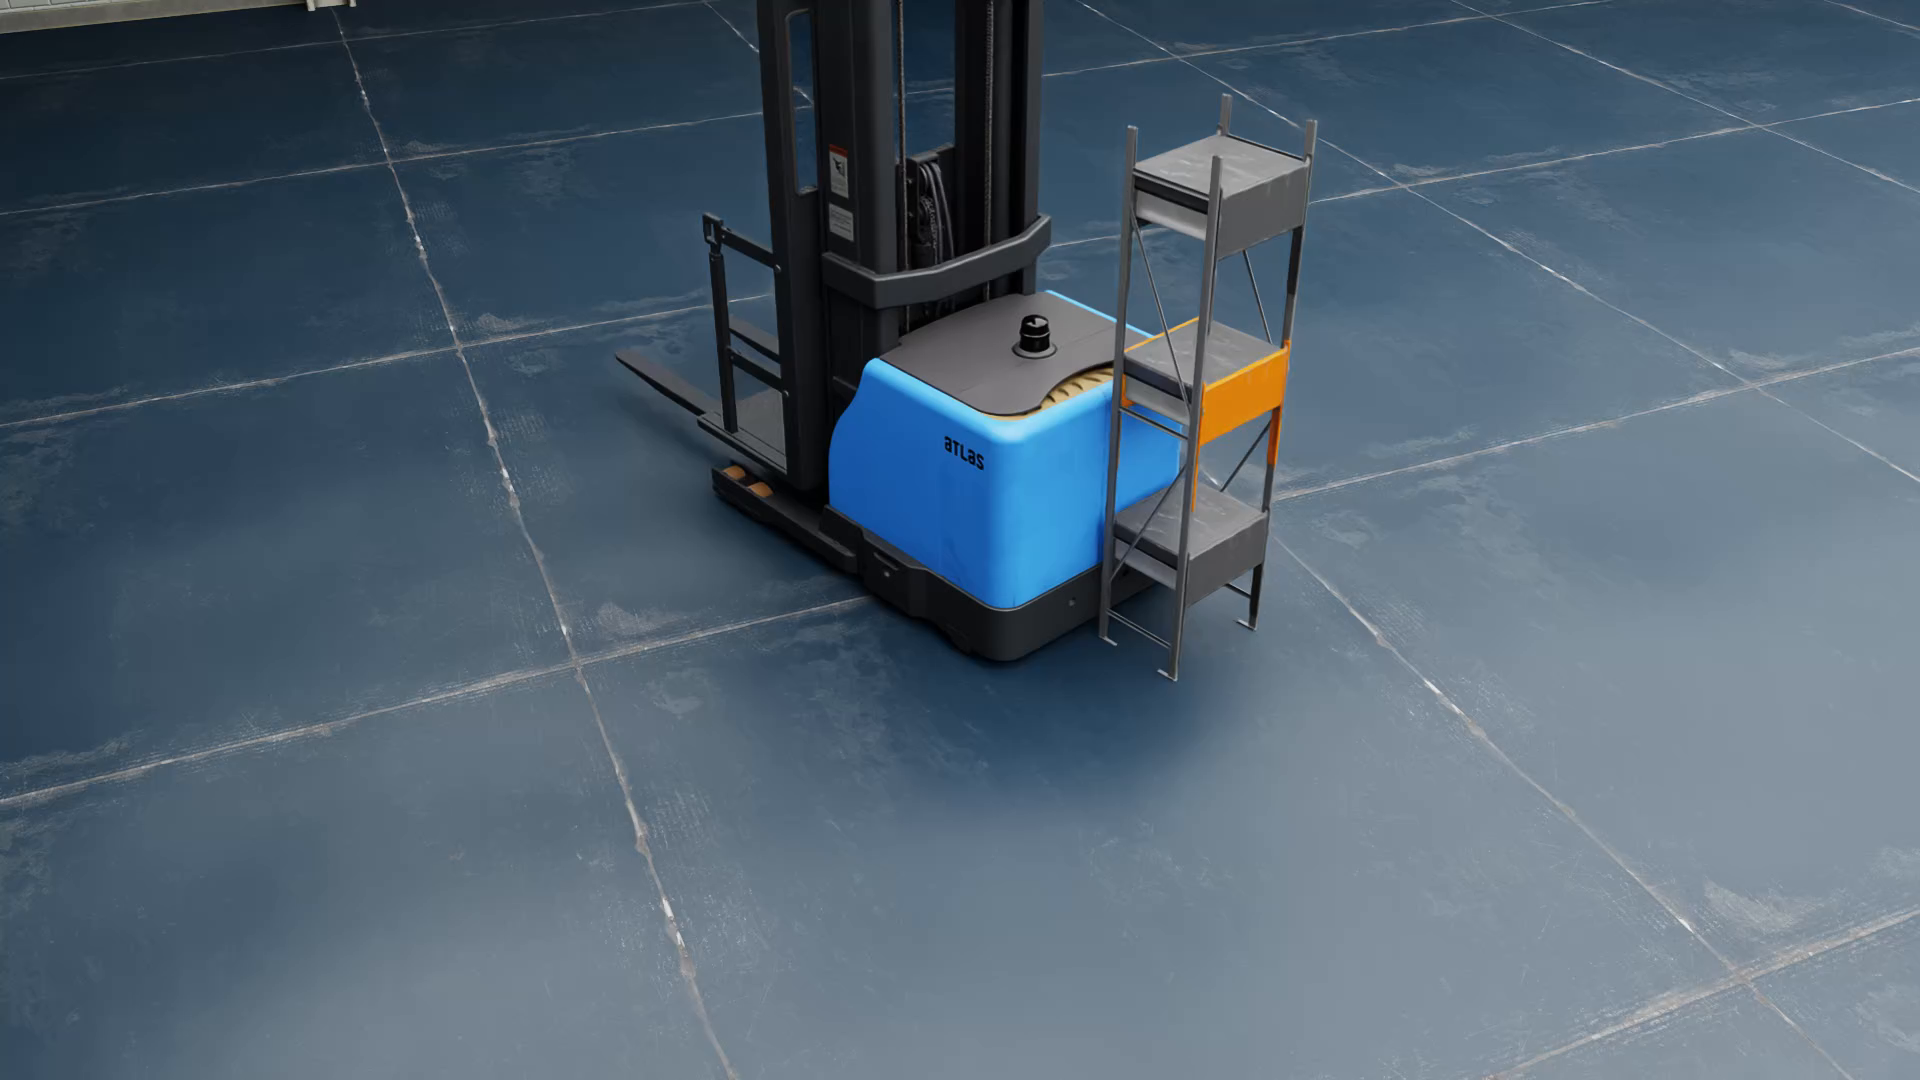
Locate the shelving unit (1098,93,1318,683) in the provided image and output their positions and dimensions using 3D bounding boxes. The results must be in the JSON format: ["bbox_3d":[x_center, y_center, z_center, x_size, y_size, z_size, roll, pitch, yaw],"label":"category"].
[{"bbox_3d":[0.873,-0.502,6.097,0.503,2.100,0.431,-27,42,-35],"label":"shelving unit"}]

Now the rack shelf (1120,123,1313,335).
[{"bbox_3d":[0.873,-1.078,5.723,0.480,0.518,0.431,-27,42,-35],"label":"rack shelf"}]

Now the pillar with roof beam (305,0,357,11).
[{"bbox_3d":[-3.772,-6.241,8.590,0.400,9.000,9.100,-13,35,-19],"label":"pillar with roof beam"}]

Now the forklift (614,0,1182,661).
[{"bbox_3d":[-0.463,-1.482,6.840,1.130,2.935,3.031,-26,41,-34],"label":"forklift"}]

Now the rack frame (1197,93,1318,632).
[{"bbox_3d":[1.052,-0.593,6.236,0.015,2.100,0.400,-27,42,-35],"label":"rack frame"}]

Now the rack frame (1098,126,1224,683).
[{"bbox_3d":[0.694,-0.412,5.958,0.015,2.100,0.400,-27,42,-35],"label":"rack frame"}]

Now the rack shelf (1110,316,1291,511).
[{"bbox_3d":[0.873,-0.491,6.104,0.480,0.518,0.431,-27,42,-35],"label":"rack shelf"}]

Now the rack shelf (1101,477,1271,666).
[{"bbox_3d":[0.873,0.096,6.486,0.480,0.518,0.431,-27,42,-35],"label":"rack shelf"}]
